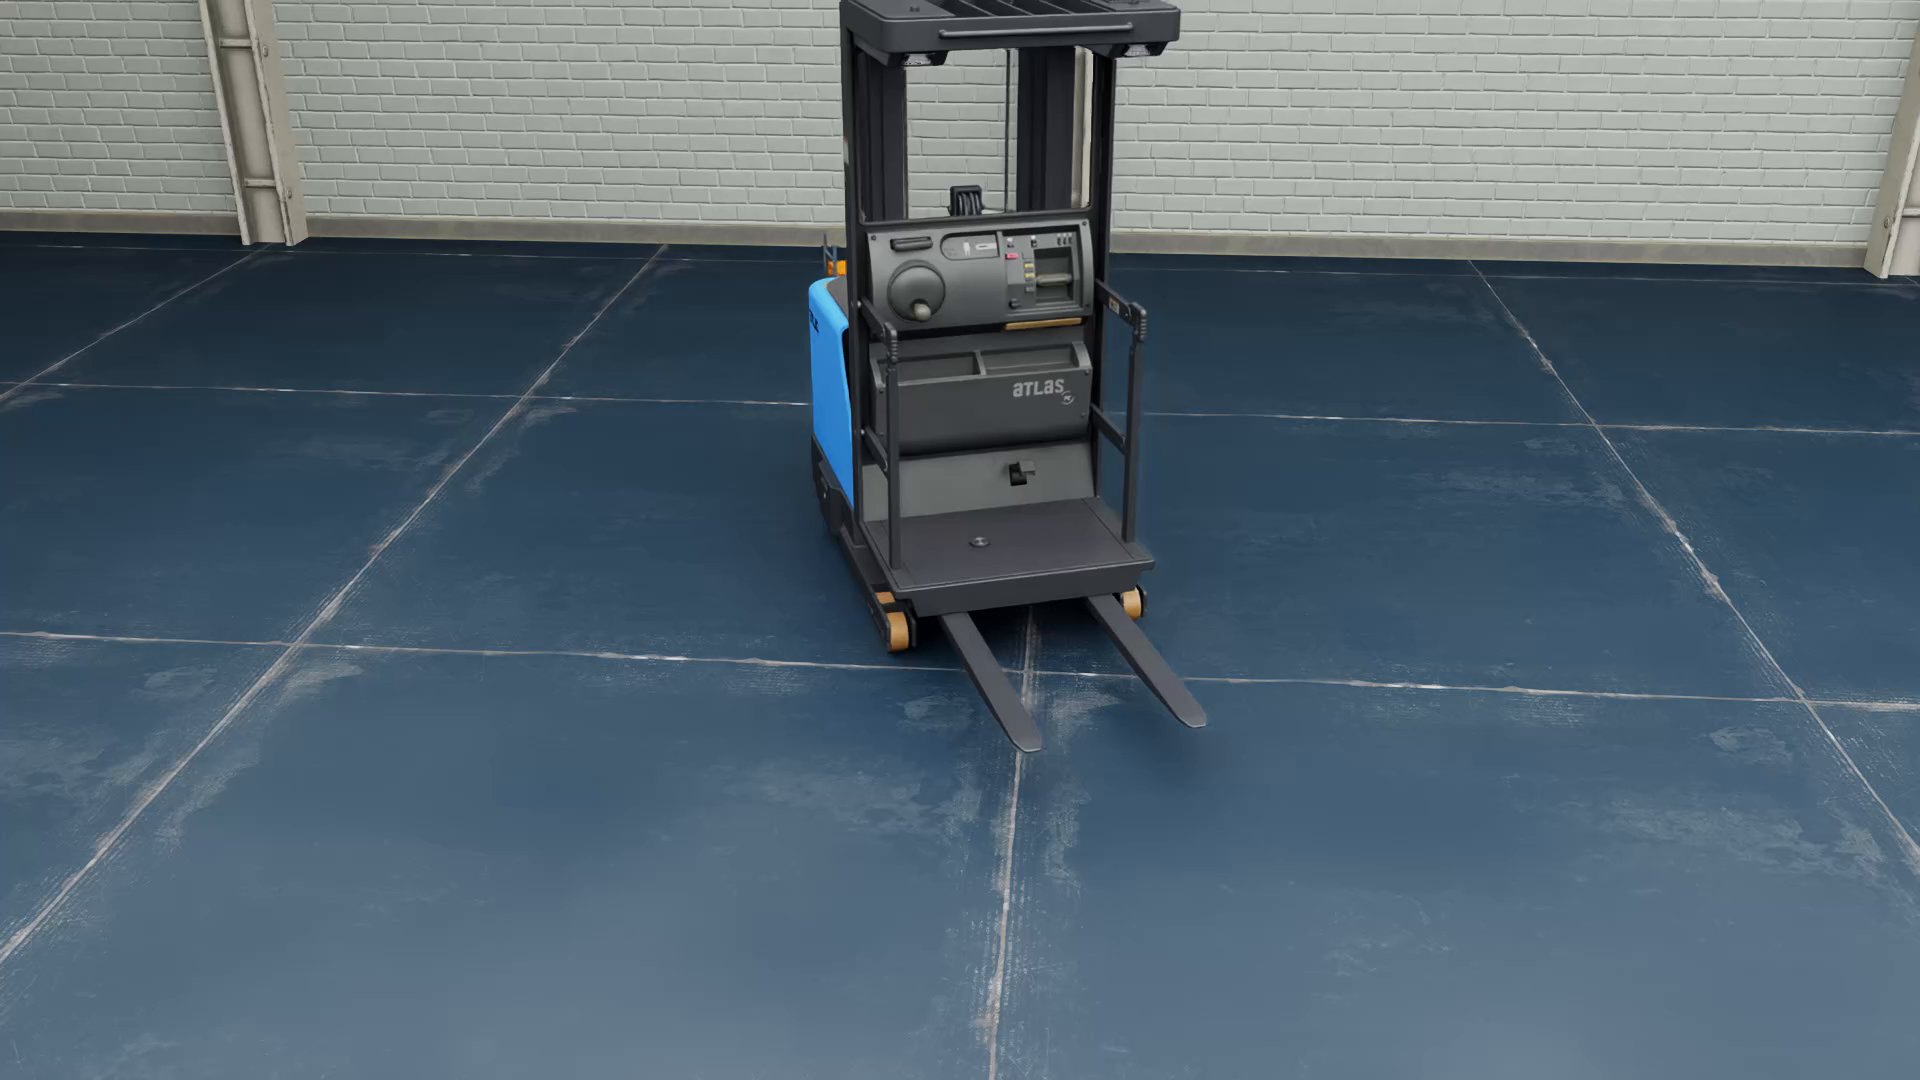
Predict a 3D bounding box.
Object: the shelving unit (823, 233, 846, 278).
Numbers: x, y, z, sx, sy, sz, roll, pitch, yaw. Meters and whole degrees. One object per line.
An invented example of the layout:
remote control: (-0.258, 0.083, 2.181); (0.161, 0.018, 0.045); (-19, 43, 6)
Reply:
shelving unit: (-0.393, -0.934, 8.338); (0.503, 1.200, 0.258); (-7, 25, -14)

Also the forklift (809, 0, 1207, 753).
forklift: (0.147, -1.056, 6.538); (1.130, 2.935, 3.031); (-6, 25, -14)

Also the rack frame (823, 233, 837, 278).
rack frame: (-0.628, -0.906, 8.277); (0.015, 1.200, 0.240); (-7, 25, -14)

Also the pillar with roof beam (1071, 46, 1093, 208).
pillar with roof beam: (0.414, -4.401, 6.549); (0.400, 9.000, 9.100); (2, 25, 4)

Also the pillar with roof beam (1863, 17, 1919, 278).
pillar with roof beam: (6.396, -4.209, 6.132); (0.400, 9.000, 9.100); (2, 25, 4)

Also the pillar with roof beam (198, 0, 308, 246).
pillar with roof beam: (-5.568, -4.593, 6.966); (0.400, 9.000, 9.100); (2, 25, 4)

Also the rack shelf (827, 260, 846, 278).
rack shelf: (-0.395, -1.293, 8.180); (0.480, 0.148, 0.258); (-7, 25, -14)
